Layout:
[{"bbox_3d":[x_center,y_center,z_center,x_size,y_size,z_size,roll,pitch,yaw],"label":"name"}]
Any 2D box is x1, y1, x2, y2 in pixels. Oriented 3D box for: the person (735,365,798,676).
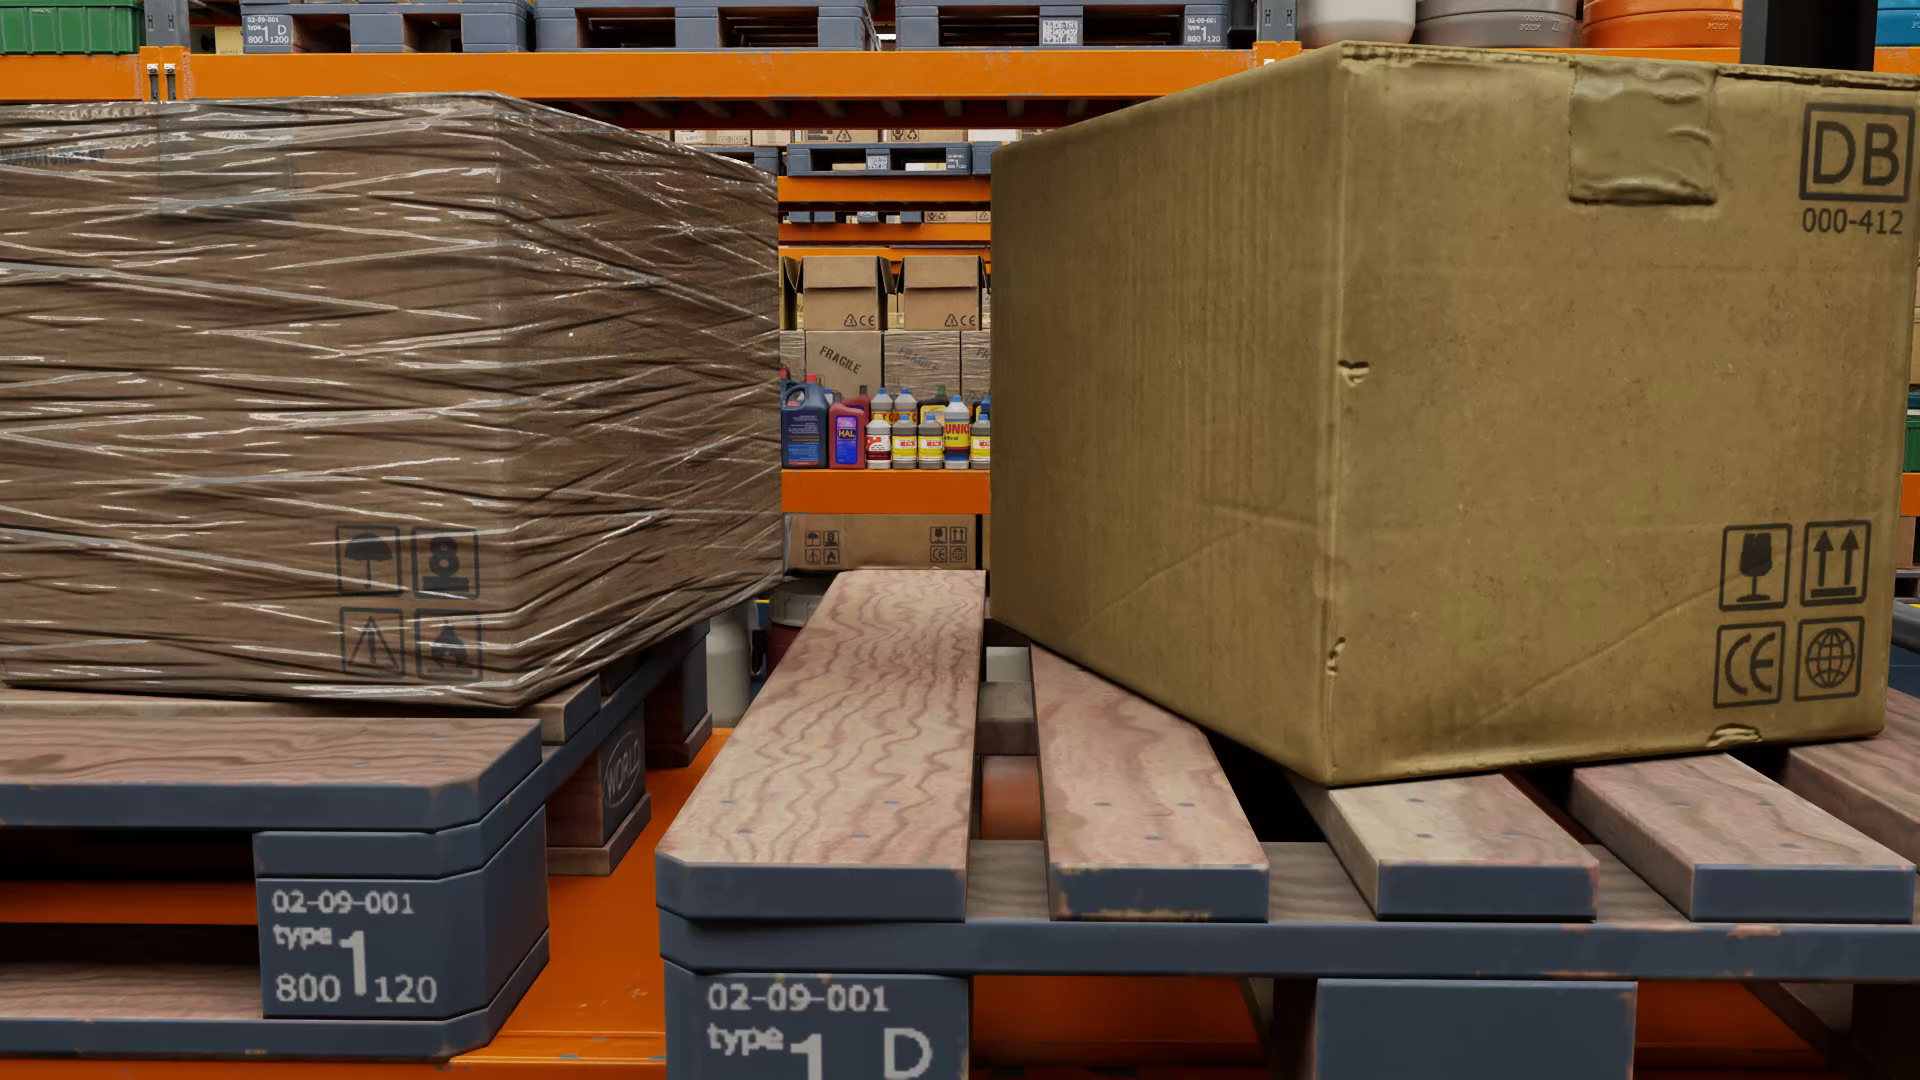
[{"bbox_3d":[-0.940,-0.121,8.653,0.830,1.643,0.475,0,7,-1],"label":"person"}]
